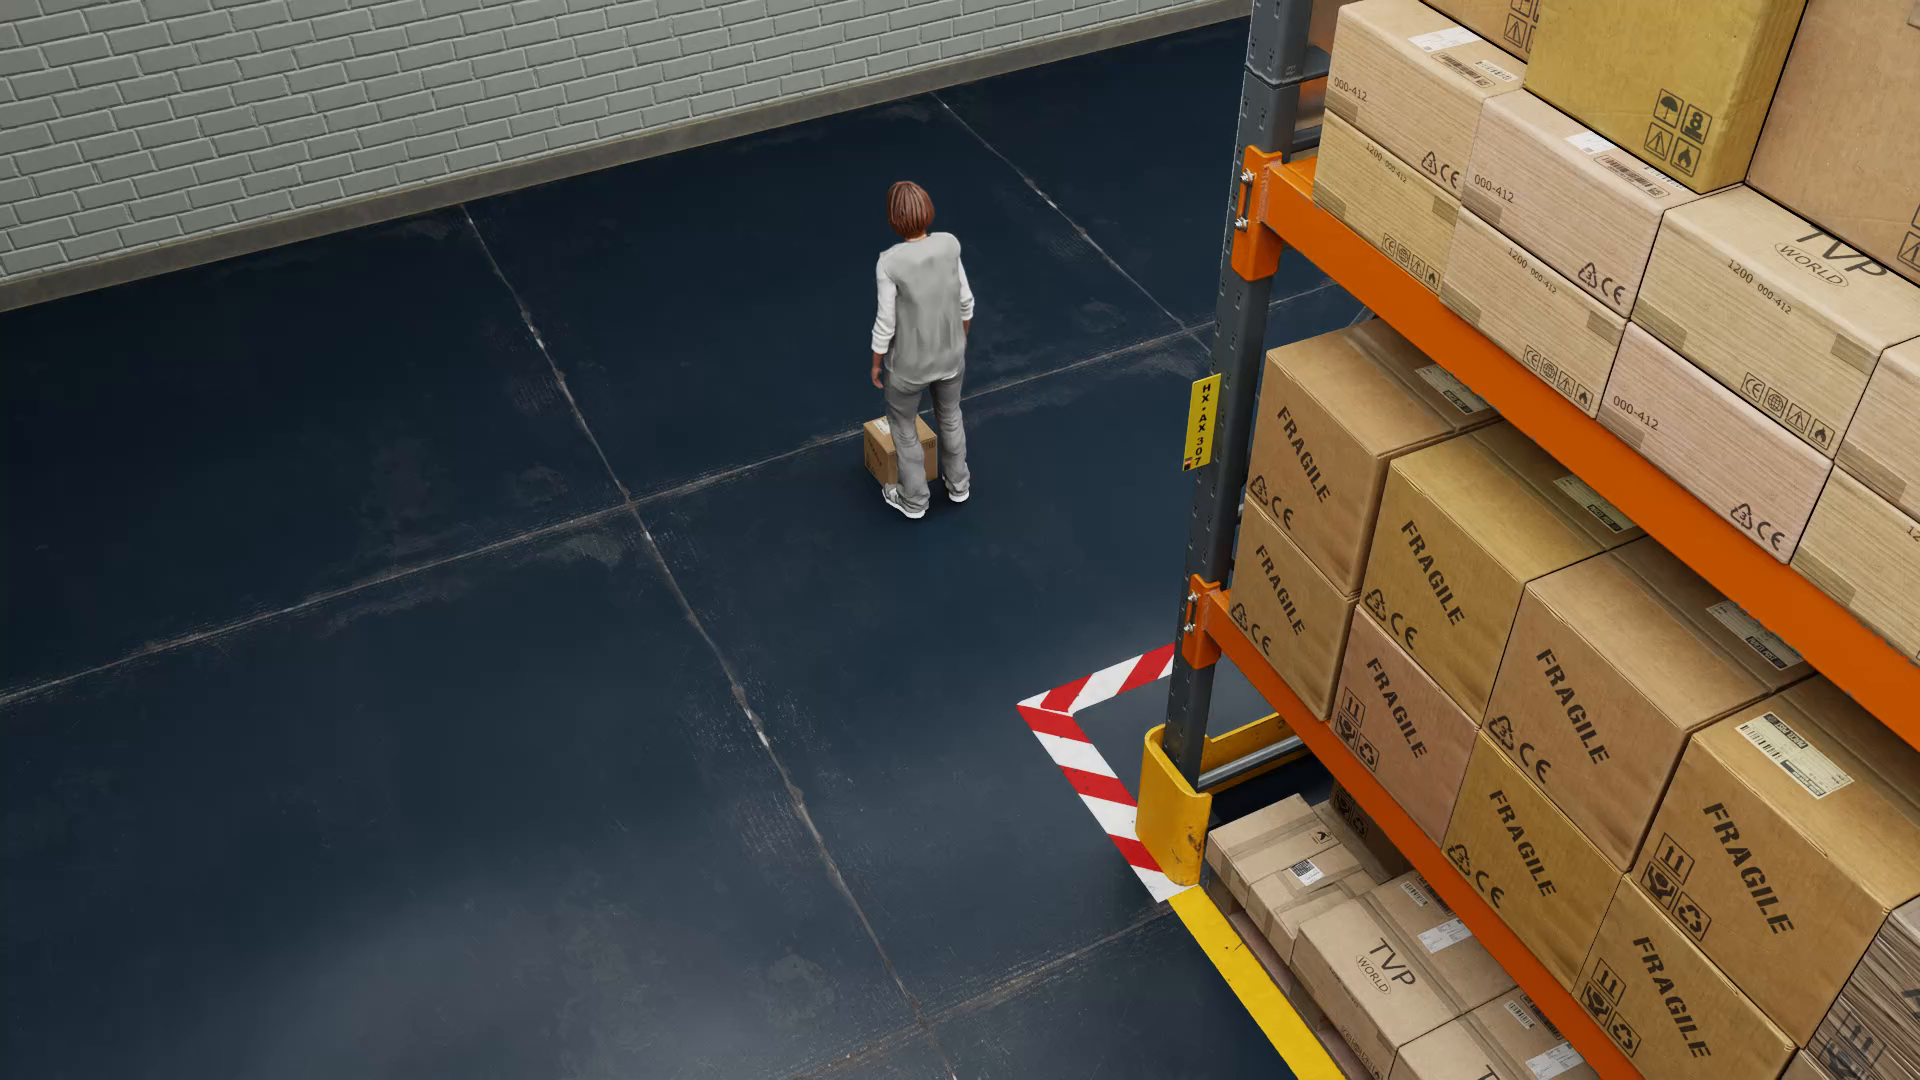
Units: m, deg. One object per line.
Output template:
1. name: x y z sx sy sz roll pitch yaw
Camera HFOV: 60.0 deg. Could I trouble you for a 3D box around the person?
1. person: -0.159 -0.769 7.035 0.471 1.581 0.350 -20 45 -21
